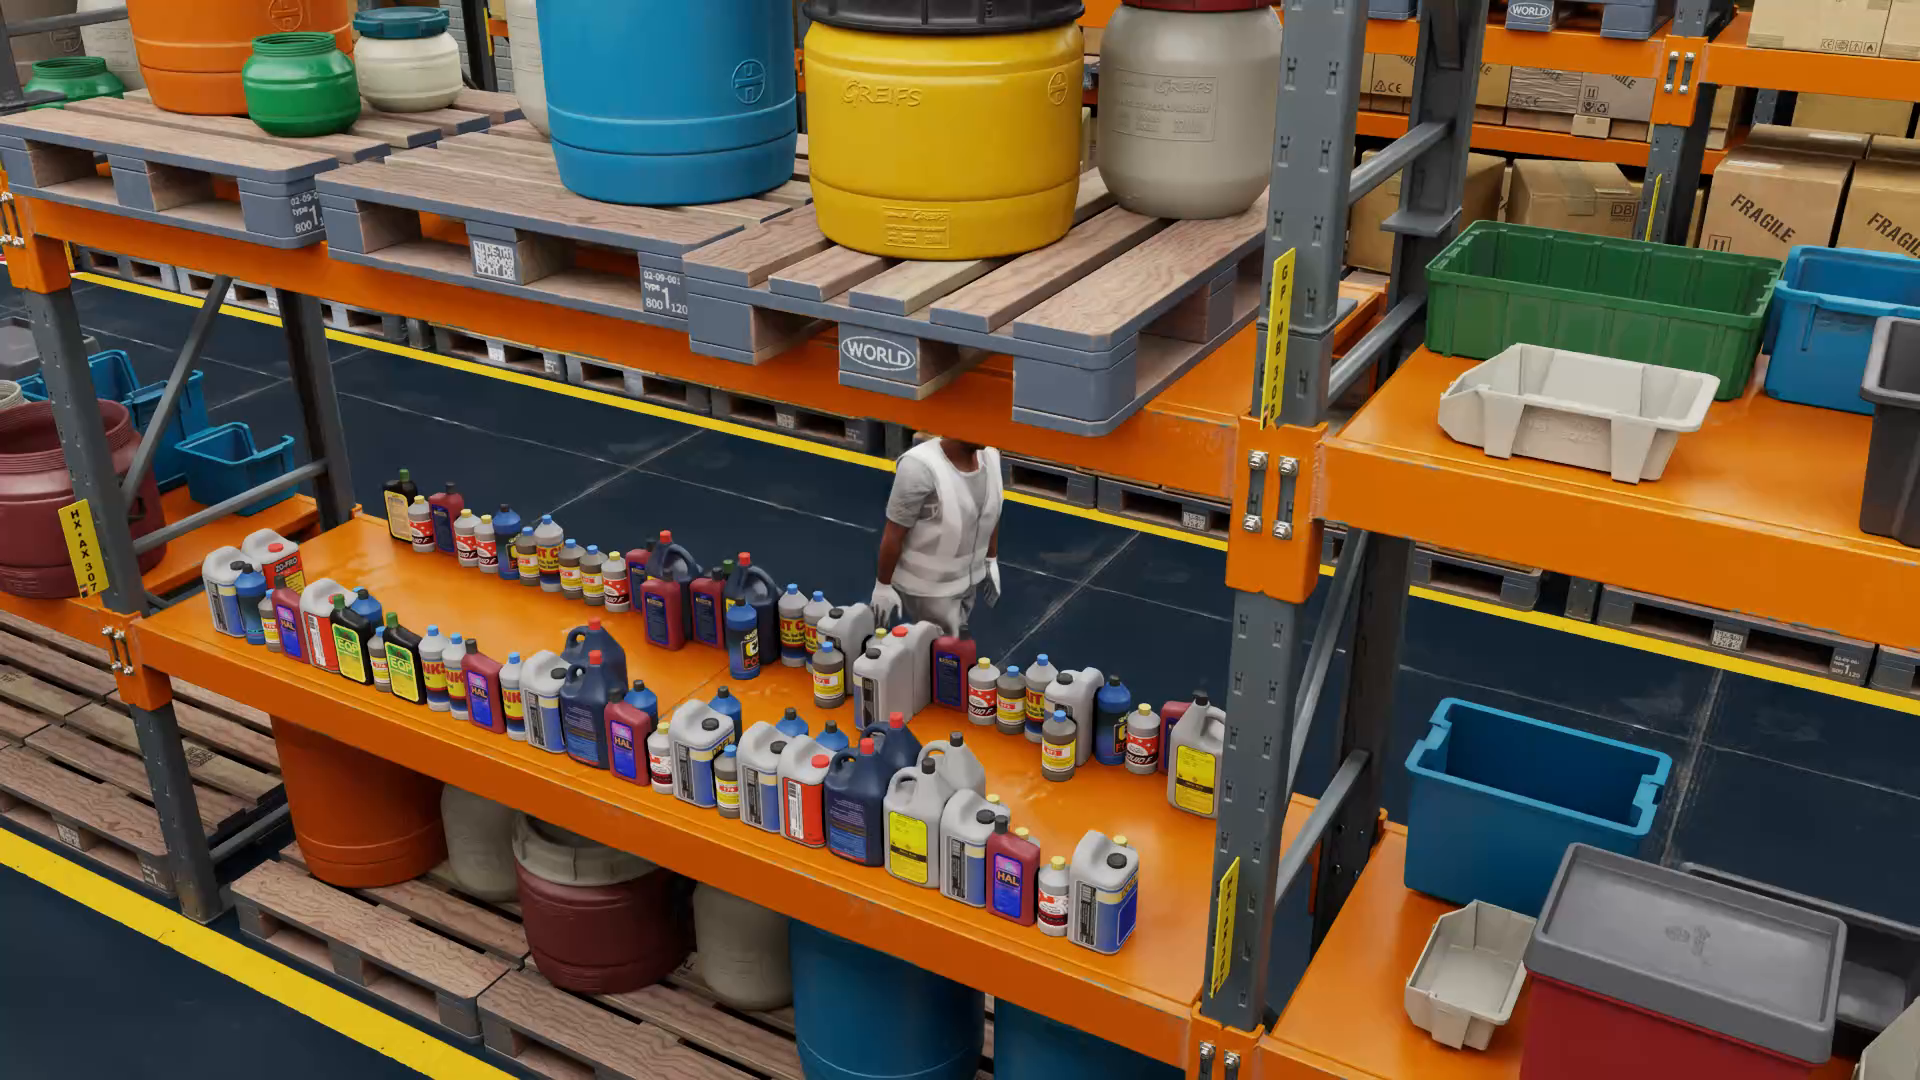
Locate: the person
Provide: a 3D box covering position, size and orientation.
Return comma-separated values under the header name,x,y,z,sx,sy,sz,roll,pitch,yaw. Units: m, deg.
name,x,y,z,sx,sy,sz,roll,pitch,yaw
person,-0.085,0.168,6.746,0.537,1.794,0.592,17,31,30
